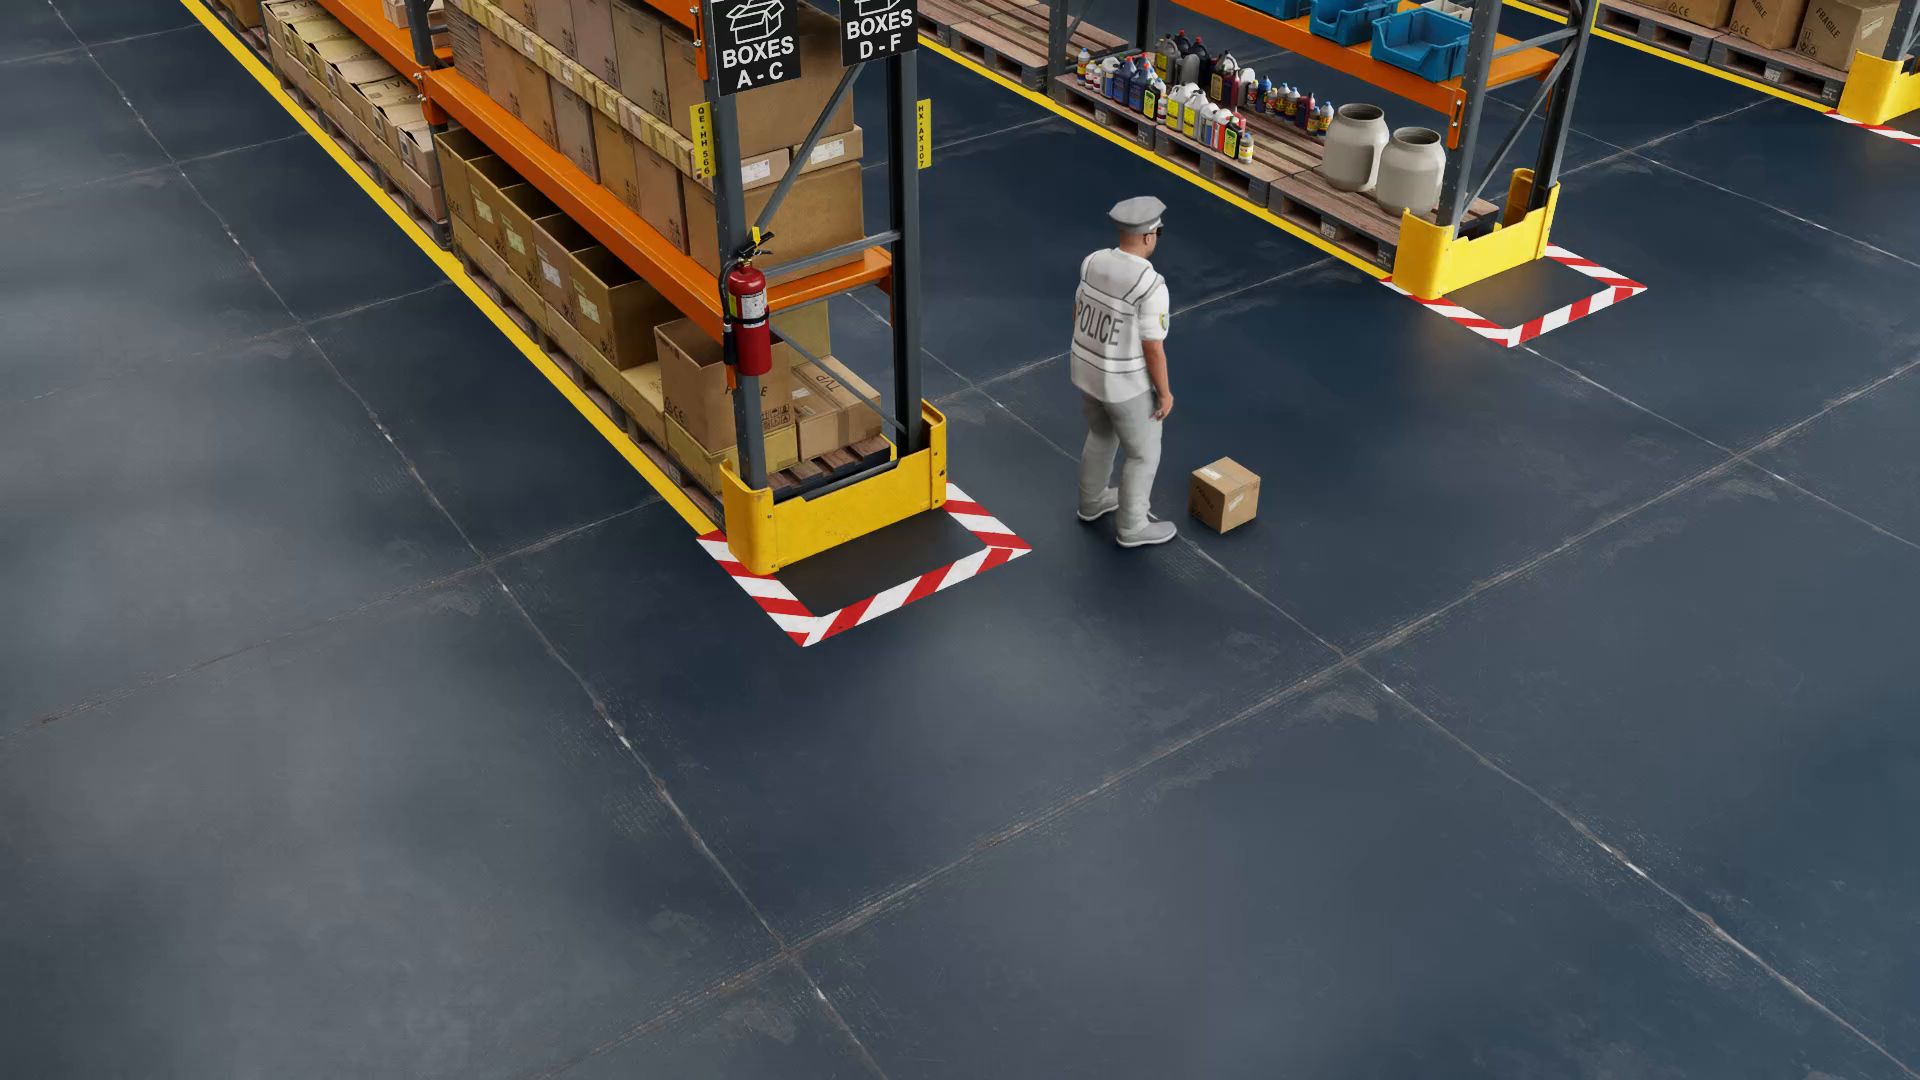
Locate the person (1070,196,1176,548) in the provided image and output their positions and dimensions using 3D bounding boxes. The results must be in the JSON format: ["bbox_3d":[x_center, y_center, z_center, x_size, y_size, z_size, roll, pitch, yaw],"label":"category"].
[{"bbox_3d":[0.780,-0.793,8.082,0.434,1.748,0.608,-25,43,-30],"label":"person"}]
